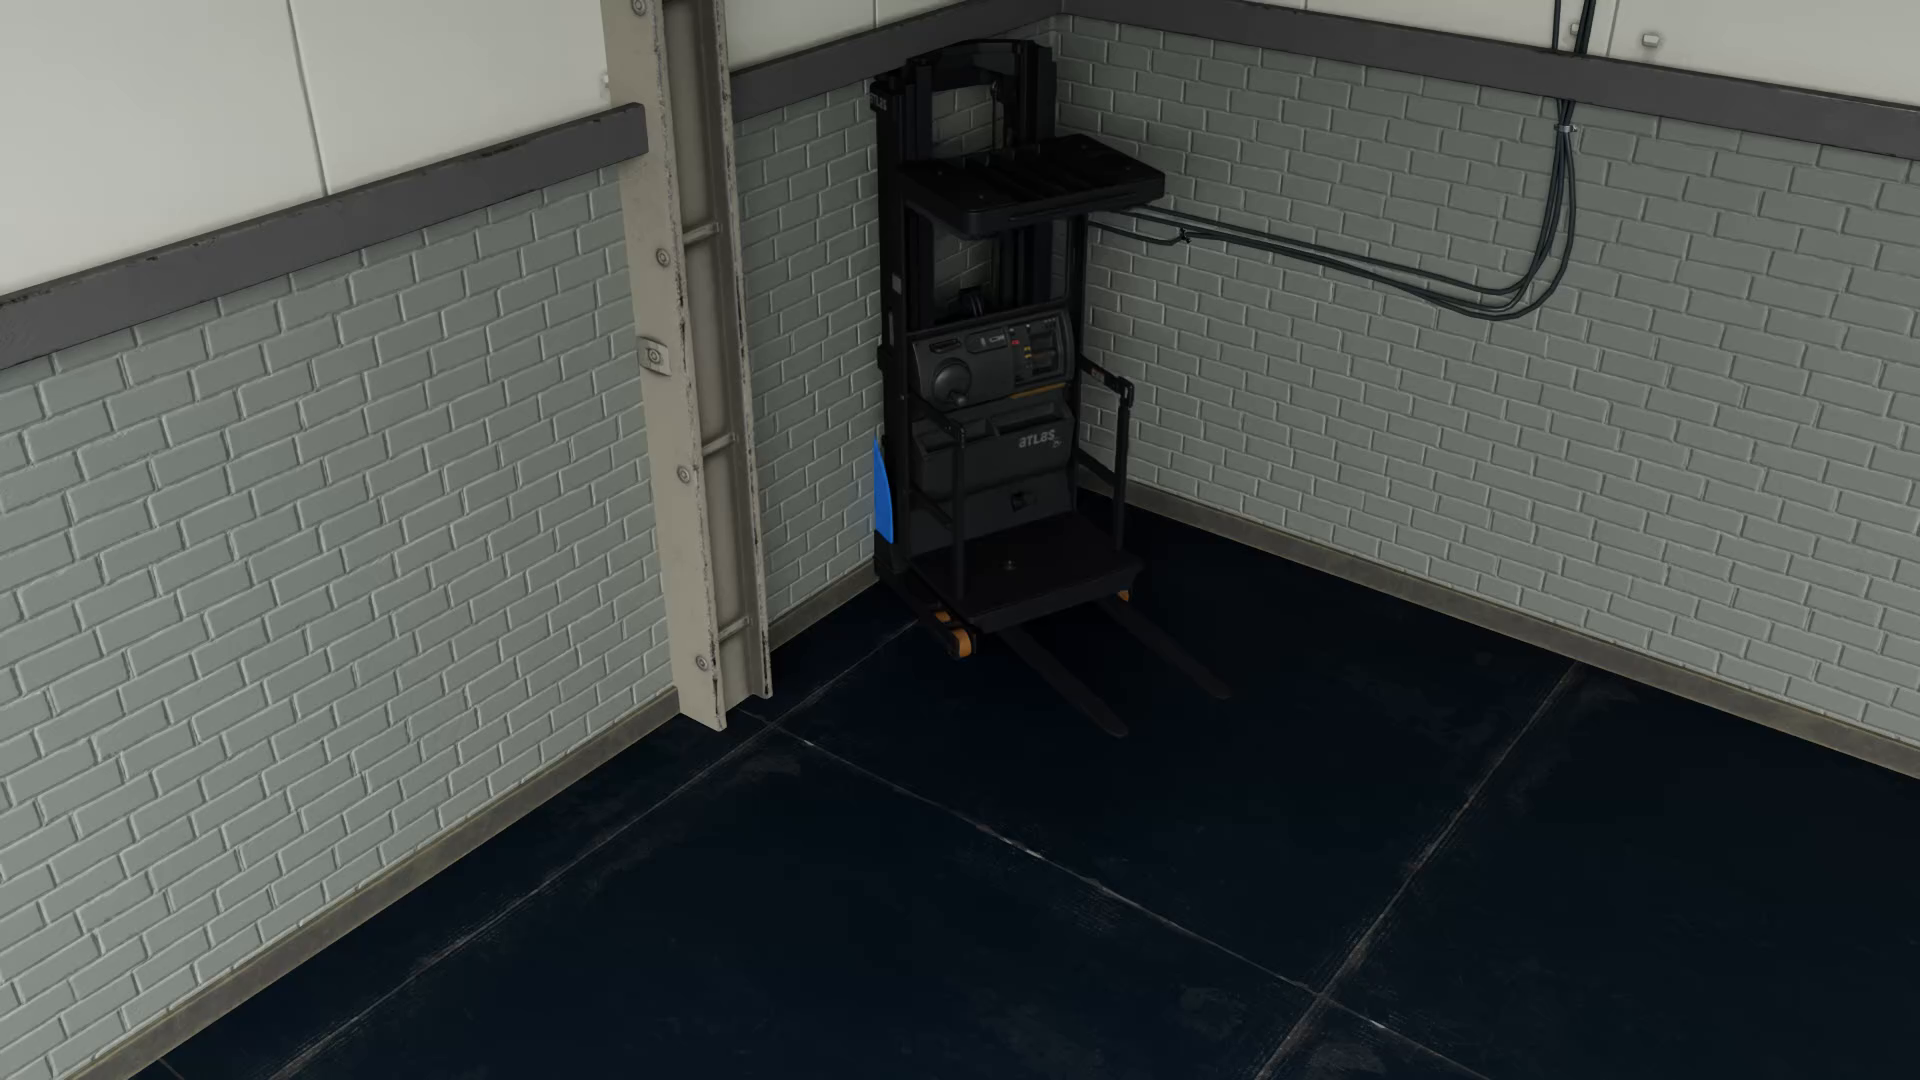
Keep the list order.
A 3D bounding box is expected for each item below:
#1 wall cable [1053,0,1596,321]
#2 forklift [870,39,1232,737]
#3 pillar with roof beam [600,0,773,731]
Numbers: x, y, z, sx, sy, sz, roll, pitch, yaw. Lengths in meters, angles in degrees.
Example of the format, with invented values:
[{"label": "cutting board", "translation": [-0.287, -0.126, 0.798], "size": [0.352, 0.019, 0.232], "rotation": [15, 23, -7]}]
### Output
[{"label": "wall cable", "translation": [1.642, -2.506, 8.256], "size": [3.097, 2.526, 0.112], "rotation": [21, 37, 31]}, {"label": "forklift", "translation": [0.287, -0.900, 8.450], "size": [1.130, 2.935, 3.031], "rotation": [-16, 34, -25]}, {"label": "pillar with roof beam", "translation": [2.242, -1.727, 3.895], "size": [9.100, 9.000, 0.400], "rotation": [21, 37, 31]}]
